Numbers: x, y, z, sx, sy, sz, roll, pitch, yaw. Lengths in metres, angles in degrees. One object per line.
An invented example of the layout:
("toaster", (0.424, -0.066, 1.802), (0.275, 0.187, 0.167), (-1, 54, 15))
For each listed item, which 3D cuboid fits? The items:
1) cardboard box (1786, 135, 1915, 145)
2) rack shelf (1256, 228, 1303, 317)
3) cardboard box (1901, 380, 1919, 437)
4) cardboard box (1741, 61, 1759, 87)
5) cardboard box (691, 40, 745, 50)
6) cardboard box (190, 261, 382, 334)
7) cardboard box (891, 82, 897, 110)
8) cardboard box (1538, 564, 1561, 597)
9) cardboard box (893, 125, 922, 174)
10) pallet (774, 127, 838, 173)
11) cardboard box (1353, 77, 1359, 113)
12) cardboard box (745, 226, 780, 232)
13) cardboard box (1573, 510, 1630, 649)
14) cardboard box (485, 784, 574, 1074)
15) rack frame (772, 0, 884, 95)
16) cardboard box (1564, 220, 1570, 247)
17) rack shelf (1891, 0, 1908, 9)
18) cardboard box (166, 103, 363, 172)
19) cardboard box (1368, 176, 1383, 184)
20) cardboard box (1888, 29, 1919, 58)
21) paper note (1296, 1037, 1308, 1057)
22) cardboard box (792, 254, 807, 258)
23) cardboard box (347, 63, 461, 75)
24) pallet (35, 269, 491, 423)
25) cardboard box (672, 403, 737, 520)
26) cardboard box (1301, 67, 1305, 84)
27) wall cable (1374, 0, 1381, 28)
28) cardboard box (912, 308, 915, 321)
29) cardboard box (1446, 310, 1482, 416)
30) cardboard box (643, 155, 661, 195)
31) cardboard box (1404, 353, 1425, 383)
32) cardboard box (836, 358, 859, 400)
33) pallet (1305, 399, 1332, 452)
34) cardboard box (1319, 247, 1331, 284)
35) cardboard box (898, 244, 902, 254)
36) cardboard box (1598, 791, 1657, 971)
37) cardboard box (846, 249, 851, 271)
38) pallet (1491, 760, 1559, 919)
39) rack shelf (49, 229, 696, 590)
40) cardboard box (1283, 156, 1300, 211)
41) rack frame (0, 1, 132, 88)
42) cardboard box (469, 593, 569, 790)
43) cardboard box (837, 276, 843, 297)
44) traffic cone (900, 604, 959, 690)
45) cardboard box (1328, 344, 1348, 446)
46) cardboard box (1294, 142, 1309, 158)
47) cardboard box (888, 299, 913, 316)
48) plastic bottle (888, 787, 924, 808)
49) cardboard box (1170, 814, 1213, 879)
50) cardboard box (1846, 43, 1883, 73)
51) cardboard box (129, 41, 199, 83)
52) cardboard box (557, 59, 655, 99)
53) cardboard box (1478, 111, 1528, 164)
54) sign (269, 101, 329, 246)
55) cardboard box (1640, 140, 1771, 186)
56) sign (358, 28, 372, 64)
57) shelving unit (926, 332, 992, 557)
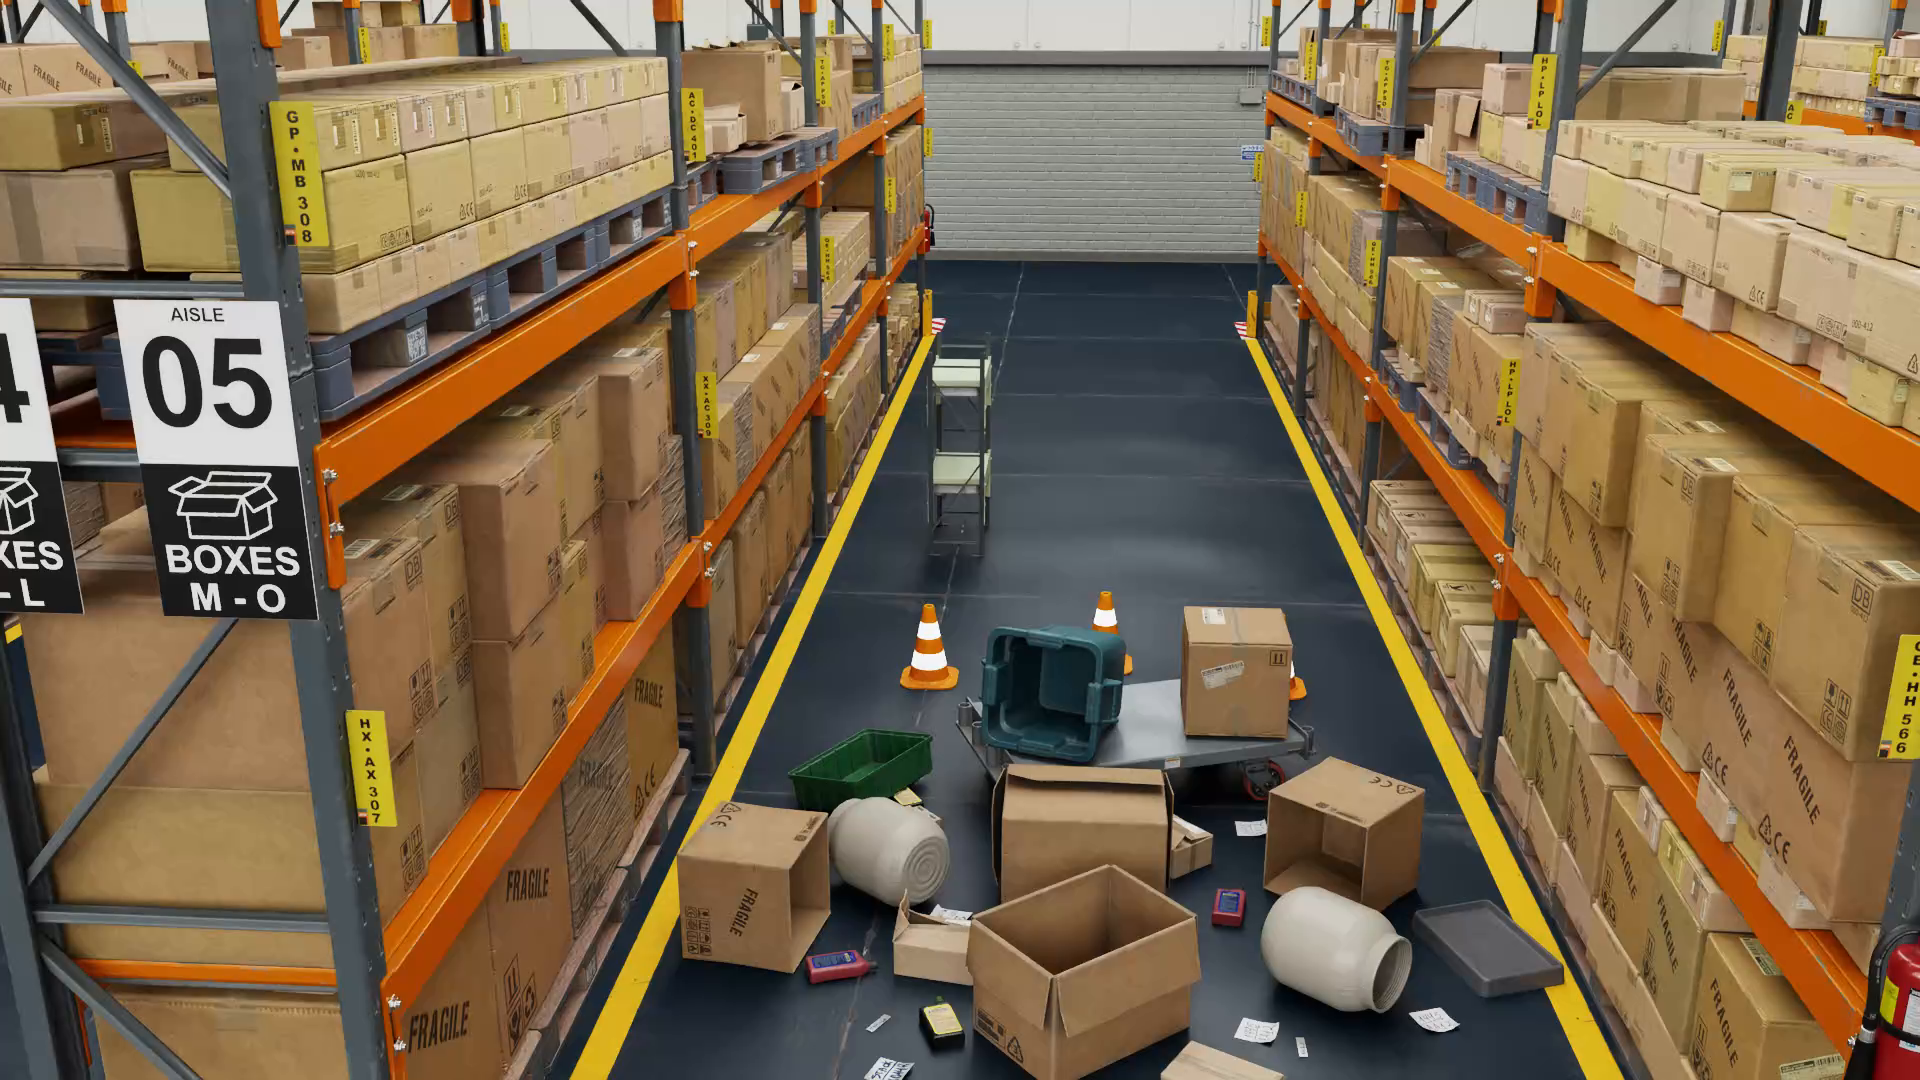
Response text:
("cardboard box", (3.419, -1.475, 6.412), (0.380, 0.149, 0.250), (2, 18, 6))
("rack shelf", (3.878, -2.902, 17.617), (1.077, 0.370, 4.000), (1, 18, 4))
("cardboard box", (2.621, -0.319, 4.165), (0.380, 0.149, 0.250), (1, 18, 4))
("cardboard box", (8.653, -4.961, 17.691), (0.500, 0.250, 0.500), (2, 18, 5))
("cardboard box", (-1.726, -3.428, 11.859), (0.396, 0.266, 0.258), (1, 18, 4))
("cardboard box", (-1.725, -0.627, 4.271), (0.380, 0.149, 0.250), (1, 18, 4))
("cardboard box", (-0.886, -4.350, 16.304), (0.500, 0.250, 0.500), (1, 18, 3))
("cardboard box", (2.853, 0.152, 7.546), (0.380, 0.149, 0.250), (2, 18, 6))
("cardboard box", (-0.707, -4.460, 18.974), (0.500, 0.500, 0.500), (1, 18, 3))
("pallet", (-1.489, -2.594, 11.008), (1.213, 0.211, 1.003), (2, 18, 6))
("cardboard box", (3.198, -3.377, 12.636), (0.396, 0.266, 0.258), (1, 18, 3))
("cardboard box", (-1.769, -2.629, 14.404), (0.380, 0.149, 0.250), (1, 18, 3))
("cardboard box", (2.790, 0.116, 6.615), (0.500, 0.500, 0.500), (1, 18, 3))
("cardboard box", (-2.026, 1.350, 6.224), (0.875, 0.875, 0.875), (1, 18, 3))
("rack frame", (-1.210, -5.553, 14.917), (1.000, 3.000, 0.127), (1, 18, 4))
("cardboard box", (2.892, -1.352, 7.317), (0.380, 0.149, 0.250), (1, 18, 3))
("rack shelf", (8.543, -4.211, 12.619), (1.077, 0.370, 4.000), (1, 18, 4))
("cardboard box", (-1.728, -1.003, 4.139), (0.380, 0.149, 0.250), (1, 18, 5))
("cardboard box", (3.953, -3.001, 14.998), (0.500, 0.500, 0.500), (2, 18, 6))
("cardboard box", (8.316, -4.319, 14.394), (0.396, 0.266, 0.258), (1, 18, 3))
("paper note", (1.321, 1.959, 6.427), (0.032, 0.001, 0.123), (1, 18, 4))
("cardboard box", (-1.231, -2.121, 12.853), (0.380, 0.149, 0.250), (1, 18, 4))
("cardboard box", (-2.202, -1.807, 6.591), (0.380, 0.149, 0.250), (1, 18, 3))
("pallet", (-2.027, -0.589, 4.728), (1.003, 0.211, 1.213), (1, 18, 4))
("cardboard box", (-1.477, -0.422, 8.733), (0.500, 0.500, 0.500), (1, 18, 5))
("cardboard box", (3.481, -4.463, 15.978), (0.380, 0.149, 0.250), (2, 18, 5))
("wall cable", (4.899, -8.471, 23.824), (2.355, 3.000, 0.029), (1, 18, 4))
("cardboard box", (-0.711, -2.598, 18.962), (0.380, 0.149, 0.250), (1, 18, 2))
("cardboard box", (3.043, -0.989, 9.312), (0.500, 0.500, 0.500), (2, 18, 6))
("cardboard box", (-1.508, -1.572, 7.154), (0.380, 0.149, 0.250), (2, 18, 5))
("cardboard box", (3.080, -1.108, 10.715), (0.380, 0.149, 0.250), (1, 18, 4))
("cardboard box", (-1.121, -1.347, 13.853), (0.500, 0.250, 0.500), (1, 18, 4))
("pallet", (3.755, -1.056, 15.307), (1.003, 0.211, 1.213), (1, 18, 4))
("cardboard box", (3.350, -2.340, 14.185), (0.500, 0.250, 0.500), (2, 18, 5))
("cardboard box", (-0.817, -3.073, 17.388), (0.380, 0.149, 0.250), (2, 18, 6))
("cardboard box", (2.749, 1.282, 6.231), (0.500, 0.500, 0.500), (1, 18, 3))
("cardboard box", (-1.132, -2.386, 14.138), (0.380, 0.149, 0.250), (1, 18, 4))
("pallet", (3.149, 1.397, 7.822), (1.003, 0.211, 1.213), (1, 18, 4))
("rack shelf", (-1.926, -0.680, 6.018), (1.077, 0.370, 4.000), (1, 18, 4))
("cardboard box", (3.565, -3.614, 16.868), (0.500, 0.500, 0.500), (2, 18, 5))
("rack frame", (-6.436, -4.452, 11.559), (1.000, 3.000, 0.127), (1, 18, 4))
("cardboard box", (-1.905, 0.495, 5.853), (0.875, 0.550, 0.550), (1, 18, 4))
("cardboard box", (-1.170, -2.086, 13.701), (0.380, 0.149, 0.250), (2, 18, 5))
("traffic cone", (-0.181, 0.606, 9.832), (0.336, 0.463, 0.334), (1, 18, 4))
("cardboard box", (3.713, -1.337, 14.425), (0.875, 0.875, 0.875), (2, 18, 6))
("cardboard box", (3.594, -3.952, 16.858), (0.380, 0.149, 0.250), (1, 18, 3))
("cardboard box", (-0.721, -2.578, 18.421), (0.380, 0.149, 0.250), (2, 18, 6))
("plastic bottle", (-0.297, 1.299, 8.361), (0.133, 0.061, 0.283), (-9, 20, -25))
("cardboard box", (0.962, 1.366, 7.827), (0.258, 0.266, 0.396), (-13, 22, -34))
("cardboard box", (8.482, -4.408, 15.202), (0.500, 0.250, 0.500), (1, 18, 4))
("cardboard box", (-6.490, -3.735, 13.353), (0.500, 0.500, 0.500), (2, 18, 7))
("cardboard box", (-1.510, -1.950, 7.027), (0.380, 0.149, 0.250), (1, 18, 4))
("cardboard box", (3.138, -2.192, 9.044), (0.500, 0.250, 0.500), (2, 18, 5))
("sign", (-1.517, -0.839, 3.818), (0.100, 0.325, 0.005), (1, 18, 4))
("cardboard box", (2.783, -1.410, 6.215), (0.380, 0.149, 0.250), (1, 18, 2))
("sign", (-5.608, -4.655, 15.660), (0.100, 0.325, 0.005), (1, 18, 4))
("shelving unit", (0.000, -0.711, 12.183), (0.431, 1.500, 0.755), (1, 18, 4))
